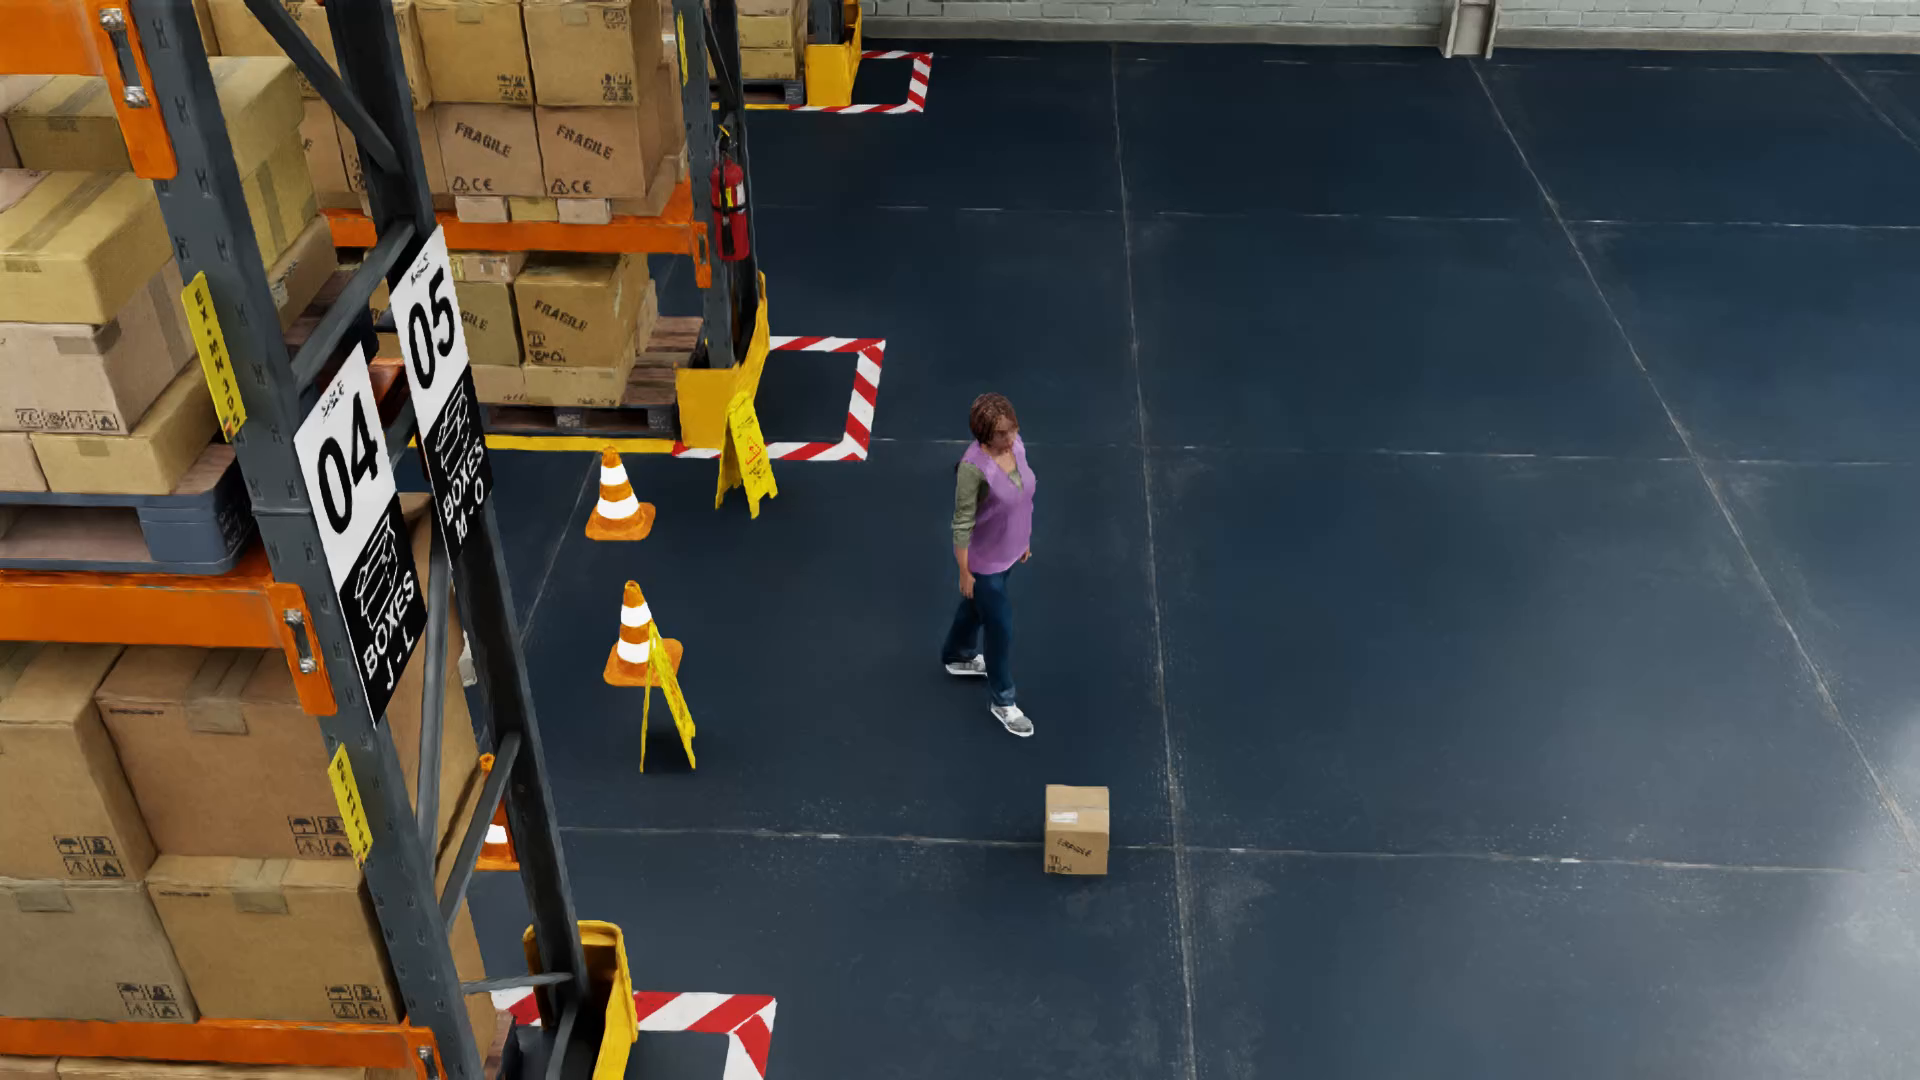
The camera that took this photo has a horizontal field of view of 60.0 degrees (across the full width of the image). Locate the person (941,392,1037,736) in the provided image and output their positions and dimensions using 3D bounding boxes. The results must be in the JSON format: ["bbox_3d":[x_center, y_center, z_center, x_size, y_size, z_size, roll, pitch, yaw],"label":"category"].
[{"bbox_3d":[0.153,0.066,7.028,0.550,1.597,0.417,19,40,24],"label":"person"}]
